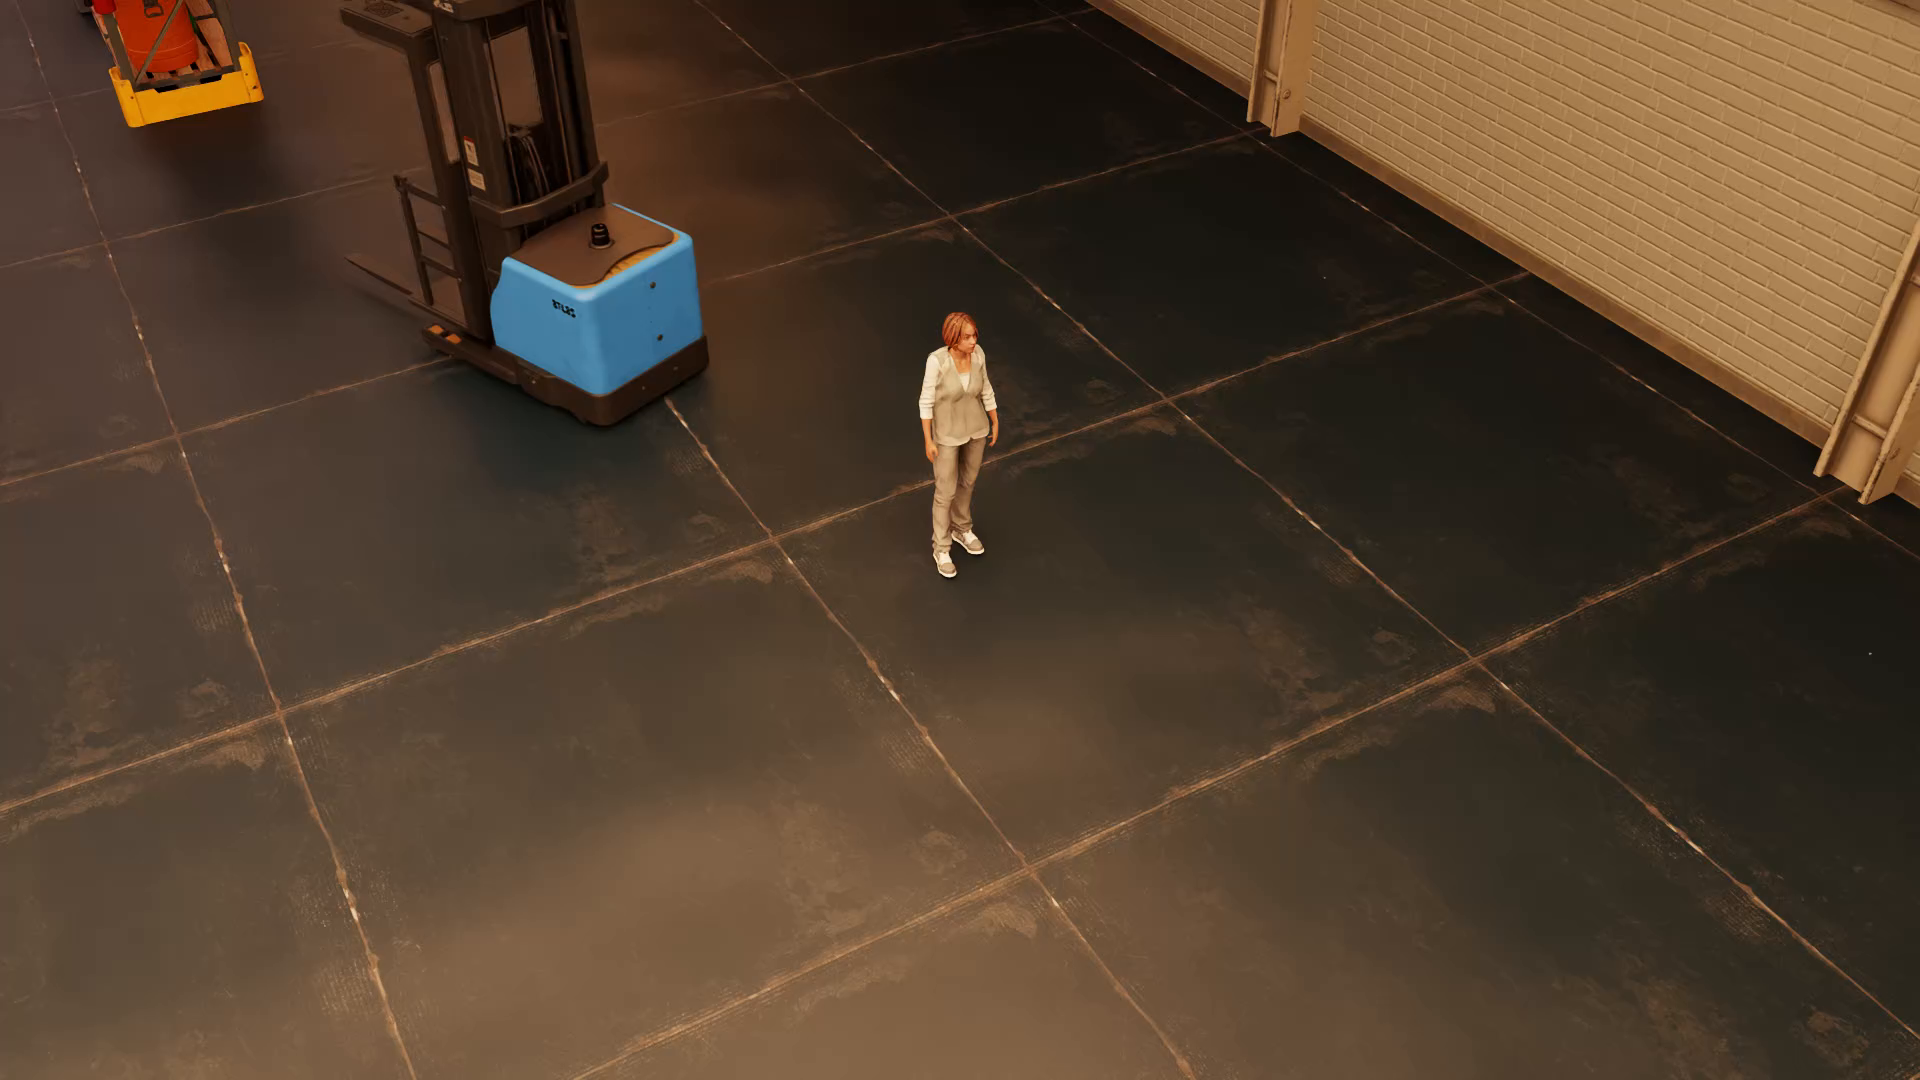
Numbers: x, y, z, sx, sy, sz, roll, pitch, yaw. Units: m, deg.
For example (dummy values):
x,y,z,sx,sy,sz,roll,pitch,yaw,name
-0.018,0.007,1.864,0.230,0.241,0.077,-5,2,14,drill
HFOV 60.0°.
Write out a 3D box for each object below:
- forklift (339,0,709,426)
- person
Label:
x,y,z,sx,sy,sz,roll,pitch,yaw,name
-3.243,-2.669,11.254,3.031,2.935,1.130,26,46,28,forklift
0.025,-0.575,9.762,0.520,1.599,0.473,-20,44,-23,person
